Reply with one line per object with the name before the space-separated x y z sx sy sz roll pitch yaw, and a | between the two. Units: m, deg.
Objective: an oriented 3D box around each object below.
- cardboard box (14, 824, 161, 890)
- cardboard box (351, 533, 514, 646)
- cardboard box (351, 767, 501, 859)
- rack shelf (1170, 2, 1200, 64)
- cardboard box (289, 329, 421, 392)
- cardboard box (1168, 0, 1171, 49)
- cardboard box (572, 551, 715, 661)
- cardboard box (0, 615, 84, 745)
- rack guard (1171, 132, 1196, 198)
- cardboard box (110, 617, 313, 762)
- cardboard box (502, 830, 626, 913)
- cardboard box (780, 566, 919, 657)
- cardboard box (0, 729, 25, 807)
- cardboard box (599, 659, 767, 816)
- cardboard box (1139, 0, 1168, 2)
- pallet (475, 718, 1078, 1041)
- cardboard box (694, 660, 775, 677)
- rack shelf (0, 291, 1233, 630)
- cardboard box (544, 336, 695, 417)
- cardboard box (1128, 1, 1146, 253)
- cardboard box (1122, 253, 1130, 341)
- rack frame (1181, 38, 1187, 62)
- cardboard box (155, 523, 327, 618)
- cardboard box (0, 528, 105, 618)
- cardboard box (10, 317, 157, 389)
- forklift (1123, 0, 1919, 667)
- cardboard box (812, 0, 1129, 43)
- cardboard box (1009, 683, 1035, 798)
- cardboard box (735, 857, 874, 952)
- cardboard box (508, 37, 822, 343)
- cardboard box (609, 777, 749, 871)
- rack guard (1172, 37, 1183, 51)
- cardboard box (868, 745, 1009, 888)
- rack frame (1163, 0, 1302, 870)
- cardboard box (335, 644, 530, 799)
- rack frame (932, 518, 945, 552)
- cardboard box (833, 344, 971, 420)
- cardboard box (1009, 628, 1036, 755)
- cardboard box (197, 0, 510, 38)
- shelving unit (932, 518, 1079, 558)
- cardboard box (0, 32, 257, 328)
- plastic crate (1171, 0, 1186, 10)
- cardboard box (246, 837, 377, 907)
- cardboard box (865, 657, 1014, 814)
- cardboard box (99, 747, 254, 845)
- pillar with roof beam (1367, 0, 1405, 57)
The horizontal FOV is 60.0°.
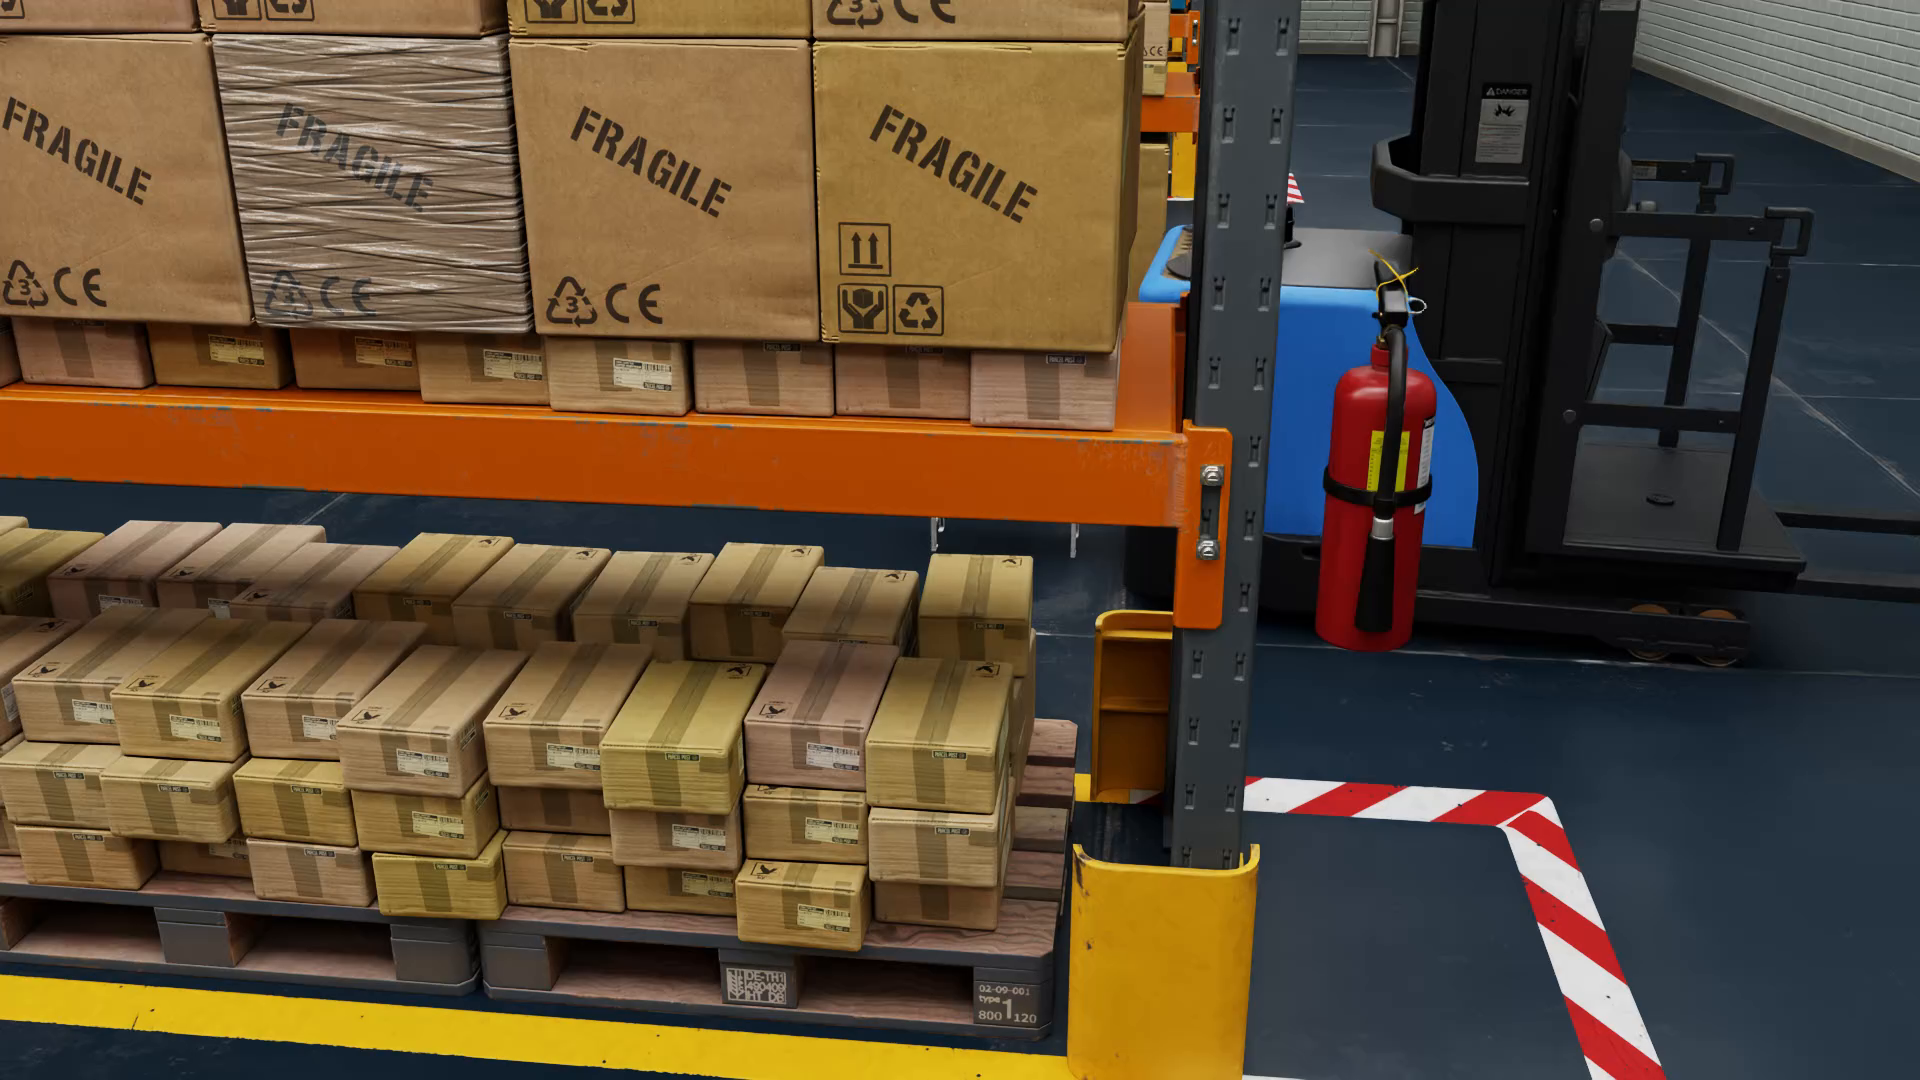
cardboard box | -1.834 0.597 3.655 0.250 0.149 0.380 2 22 5
cardboard box | -1.268 0.123 4.046 0.250 0.149 0.380 3 22 7
cardboard box | -1.068 0.500 3.498 0.250 0.149 0.380 3 22 7
rack shelf | -0.198 -3.901 12.706 4.000 0.370 1.077 2 22 6
cardboard box | -1.104 -0.416 3.255 0.250 0.149 0.380 2 22 4
cardboard box | 0.761 -2.529 8.056 0.500 0.250 0.500 2 22 5
cardboard box | -0.738 0.167 3.936 0.250 0.149 0.380 1 22 4
cardboard box | -2.105 0.307 3.580 0.250 0.149 0.380 3 22 7
rack guard | 1.814 -2.990 12.824 0.348 0.500 1.175 2 22 6
cardboard box | -1.584 0.314 3.563 0.250 0.149 0.380 3 22 7
cardboard box | -0.792 0.627 3.582 0.250 0.149 0.380 3 22 7
cardboard box | -0.247 0.205 3.839 0.250 0.149 0.380 3 22 7
cardboard box | -2.082 0.426 3.684 0.250 0.149 0.380 4 22 9
cardboard box | -0.549 0.392 3.365 0.250 0.149 0.380 2 22 5
cardboard box | 0.691 -2.683 7.427 0.500 0.500 0.500 3 22 7
pallet | -0.357 0.711 3.854 1.213 0.211 1.003 2 22 6
cardboard box | -0.487 0.331 3.925 0.250 0.149 0.380 3 22 7
rack shelf | -1.465 -0.286 3.563 4.000 0.370 1.077 2 22 6
cardboard box | -0.585 -0.361 3.114 0.250 0.149 0.380 3 22 8
cardboard box | 0.108 -0.839 3.443 0.500 0.500 0.500 4 22 9
cardboard box | 0.238 -0.551 3.596 0.250 0.149 0.380 2 22 6
rack frame | 2.375 -5.958 16.929 0.127 3.000 1.000 2 22 6
cardboard box | -1.763 0.096 4.113 0.250 0.149 0.380 2 22 4
cardboard box | -2.312 0.111 4.076 0.250 0.149 0.380 3 22 8
cardboard box | -1.623 -0.425 3.277 0.250 0.149 0.380 3 22 8
forklift | 2.100 -1.198 4.984 3.031 2.935 1.130 4 22 11
cardboard box | 0.038 -1.113 2.775 0.500 0.500 0.500 2 22 5
cardboard box | 0.039 0.457 4.011 0.250 0.149 0.380 3 22 7
cardboard box | -0.293 0.675 3.458 0.250 0.149 0.380 3 22 8
cardboard box | -0.466 -0.669 3.011 0.500 0.500 0.500 2 22 5
cardboard box | -0.553 0.517 3.453 0.250 0.149 0.380 2 22 4
rack guard | 2.978 -6.603 21.961 0.348 0.500 1.175 2 22 6
cardboard box | -0.036 0.539 3.398 0.250 0.149 0.380 2 22 5
rack frame | 0.521 -0.534 3.212 0.127 3.000 1.000 2 22 6
cardboard box | -1.072 0.367 3.429 0.250 0.149 0.380 3 22 8
rack frame | -0.078 -0.561 5.728 0.015 1.200 0.240 2 22 6
cardboard box | -0.078 -0.353 3.094 0.250 0.149 0.380 2 22 6
cardboard box | 0.031 0.341 3.898 0.250 0.149 0.380 3 22 9
cardboard box | -0.983 -1.154 2.879 0.500 0.500 0.500 4 22 9
shelving unit | 0.164 -0.551 5.701 0.503 1.200 0.258 2 22 6
cardboard box | -1.465 -0.713 3.122 0.500 0.500 0.500 4 22 9
plastic crate | 1.434 -4.140 12.202 0.499 0.435 0.616 2 22 6
cardboard box | -1.322 0.619 3.600 0.250 0.149 0.380 3 22 7
cardboard box | -0.034 0.389 3.373 0.250 0.149 0.380 3 22 7
cardboard box | -1.597 0.480 3.548 0.250 0.149 0.380 3 22 7
pillar with roof beam | 5.231 -9.183 16.929 0.400 9.000 9.100 2 22 6
